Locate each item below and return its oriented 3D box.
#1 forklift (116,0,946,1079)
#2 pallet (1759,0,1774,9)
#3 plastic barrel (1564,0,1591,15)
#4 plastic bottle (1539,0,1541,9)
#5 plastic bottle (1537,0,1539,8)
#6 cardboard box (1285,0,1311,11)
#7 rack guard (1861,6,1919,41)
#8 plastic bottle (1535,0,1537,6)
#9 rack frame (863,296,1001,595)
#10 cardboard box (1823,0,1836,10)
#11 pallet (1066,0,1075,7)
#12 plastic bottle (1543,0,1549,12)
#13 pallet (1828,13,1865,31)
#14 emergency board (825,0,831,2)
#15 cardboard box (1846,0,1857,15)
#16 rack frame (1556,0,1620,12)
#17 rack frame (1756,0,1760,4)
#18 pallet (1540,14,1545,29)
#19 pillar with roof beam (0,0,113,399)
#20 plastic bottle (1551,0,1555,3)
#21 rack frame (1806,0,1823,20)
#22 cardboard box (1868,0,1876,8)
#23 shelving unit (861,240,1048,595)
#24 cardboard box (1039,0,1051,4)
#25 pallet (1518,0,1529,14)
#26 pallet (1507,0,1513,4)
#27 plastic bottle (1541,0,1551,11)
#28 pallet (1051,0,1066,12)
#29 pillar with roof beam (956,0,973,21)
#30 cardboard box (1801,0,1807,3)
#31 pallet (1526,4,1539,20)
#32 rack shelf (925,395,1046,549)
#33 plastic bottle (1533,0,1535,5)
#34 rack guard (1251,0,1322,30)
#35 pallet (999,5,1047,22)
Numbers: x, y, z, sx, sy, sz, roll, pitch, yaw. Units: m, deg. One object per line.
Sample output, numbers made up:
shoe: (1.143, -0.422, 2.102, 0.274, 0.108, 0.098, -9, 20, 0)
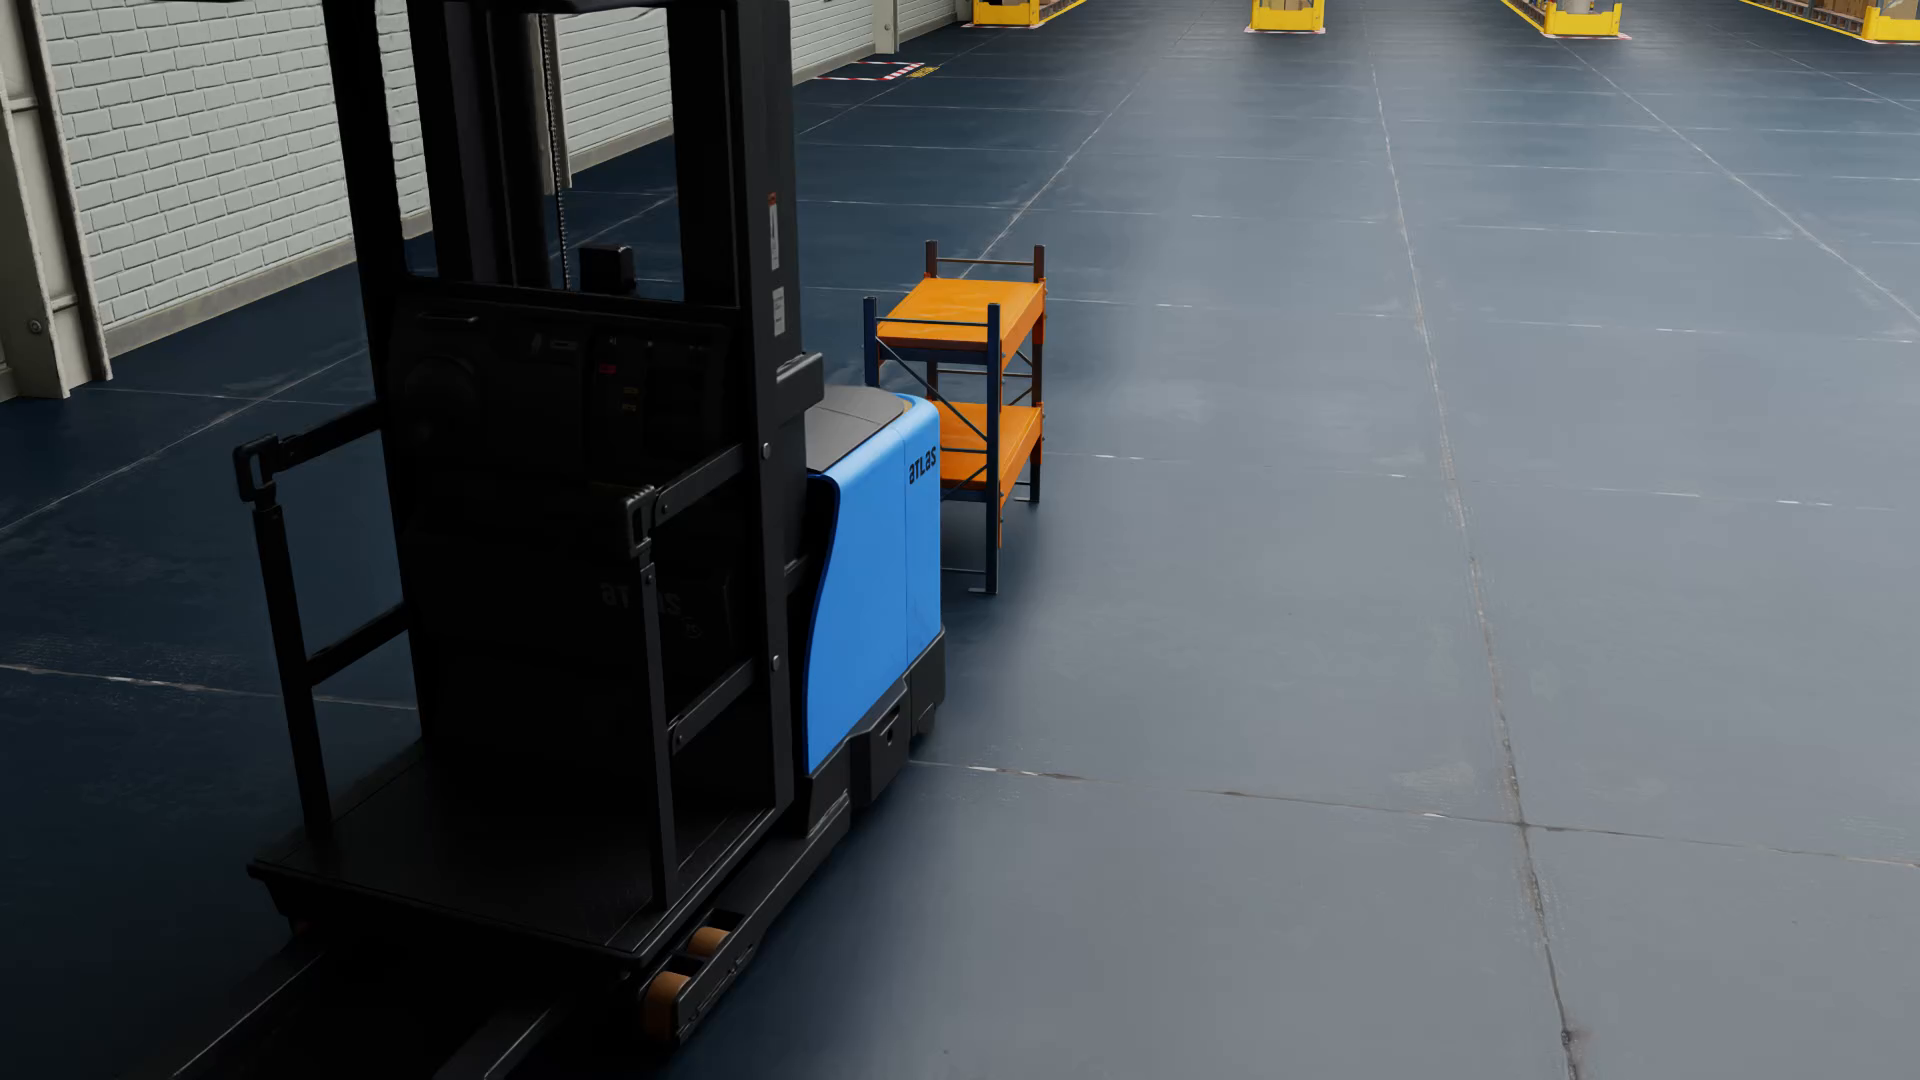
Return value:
forklift: (-1.043, -0.350, 3.799, 1.130, 2.935, 3.031, 8, 23, 19)
pallet: (16.827, -10.883, 33.592, 1.003, 0.211, 1.213, 4, 22, 11)
plastic barrel: (10.566, -9.201, 28.452, 0.421, 0.512, 0.421, 0, 22, 0)
plastic bottle: (10.589, -9.796, 30.118, 0.144, 0.351, 0.185, 5, 23, 13)
plastic bottle: (10.633, -9.848, 30.448, 0.097, 0.201, 0.097, 0, 22, 0)
cardboard box: (5.985, -9.391, 29.275, 0.500, 0.250, 0.500, 4, 22, 11)
rack guard: (15.371, -8.404, 27.052, 1.175, 0.500, 0.348, 4, 22, 11)
plastic bottle: (10.713, -10.019, 30.673, 0.144, 0.351, 0.185, 4, 22, 9)
rack frame: (-0.102, -0.338, 6.188, 0.500, 1.125, 0.032, 4, 22, 11)
cardboard box: (16.051, -9.891, 30.181, 0.500, 0.500, 0.500, 4, 22, 9)
pallet: (1.782, -11.123, 34.189, 1.003, 0.211, 1.213, 4, 22, 11)
plastic bottle: (10.452, -9.525, 29.645, 0.097, 0.201, 0.097, 0, 22, 0)
pallet: (15.822, -9.010, 28.942, 1.003, 0.211, 1.213, 4, 22, 11)
emergency board: (-1.682, -7.894, 22.438, 0.157, 1.169, 0.626, 4, 22, 11)
cardboard box: (15.891, -9.448, 29.081, 0.500, 0.500, 0.500, 2, 22, 6)
rack frame: (10.507, -9.914, 27.454, 1.000, 3.000, 0.127, 4, 22, 11)
rack frame: (16.988, -12.462, 33.781, 1.000, 3.000, 0.127, 4, 22, 11)
pallet: (10.647, -8.948, 28.789, 1.003, 0.211, 1.213, 4, 22, 11)
pillar with roof beam: (-0.579, -4.668, 6.399, 9.100, 9.000, 0.400, 4, 22, 11)
plastic bottle: (10.635, -9.645, 29.834, 0.061, 0.283, 0.133, 4, 22, 11)
rack frame: (16.172, -10.999, 30.149, 1.000, 3.000, 0.127, 4, 22, 11)
cardboard box: (15.588, -9.020, 28.018, 0.500, 0.500, 0.500, 11, 24, 25)
shelving unit: (0.001, -0.524, 6.650, 0.538, 1.125, 1.048, 4, 22, 11)
cardboard box: (1.352, -10.433, 31.499, 0.700, 0.500, 0.500, 3, 22, 8)
pallet: (11.445, -10.373, 32.327, 1.003, 0.211, 1.213, 4, 22, 11)
pallet: (11.943, -11.266, 34.543, 1.003, 0.211, 1.213, 4, 22, 11)
plastic bottle: (10.530, -9.649, 29.855, 0.152, 0.276, 0.135, 5, 22, 11)
pallet: (1.522, -10.590, 32.866, 1.003, 0.211, 1.213, 4, 22, 11)
pillar with roof beam: (4.318, -13.445, 28.193, 9.100, 9.000, 0.400, 4, 22, 11)
cardboard box: (16.434, -10.439, 31.516, 0.700, 0.500, 0.500, 4, 22, 11)
pallet: (11.145, -9.841, 31.005, 1.003, 0.211, 1.213, 4, 22, 11)
rack shelf: (0.001, -0.297, 6.741, 0.538, 0.278, 1.000, 4, 22, 11)
plastic bottle: (10.789, -10.114, 31.008, 0.152, 0.276, 0.135, 5, 23, 13)
rack guard: (5.653, -9.124, 28.840, 1.175, 0.500, 0.348, 4, 22, 11)
pallet: (1.024, -9.698, 30.650, 1.003, 0.211, 1.213, 4, 22, 11)
